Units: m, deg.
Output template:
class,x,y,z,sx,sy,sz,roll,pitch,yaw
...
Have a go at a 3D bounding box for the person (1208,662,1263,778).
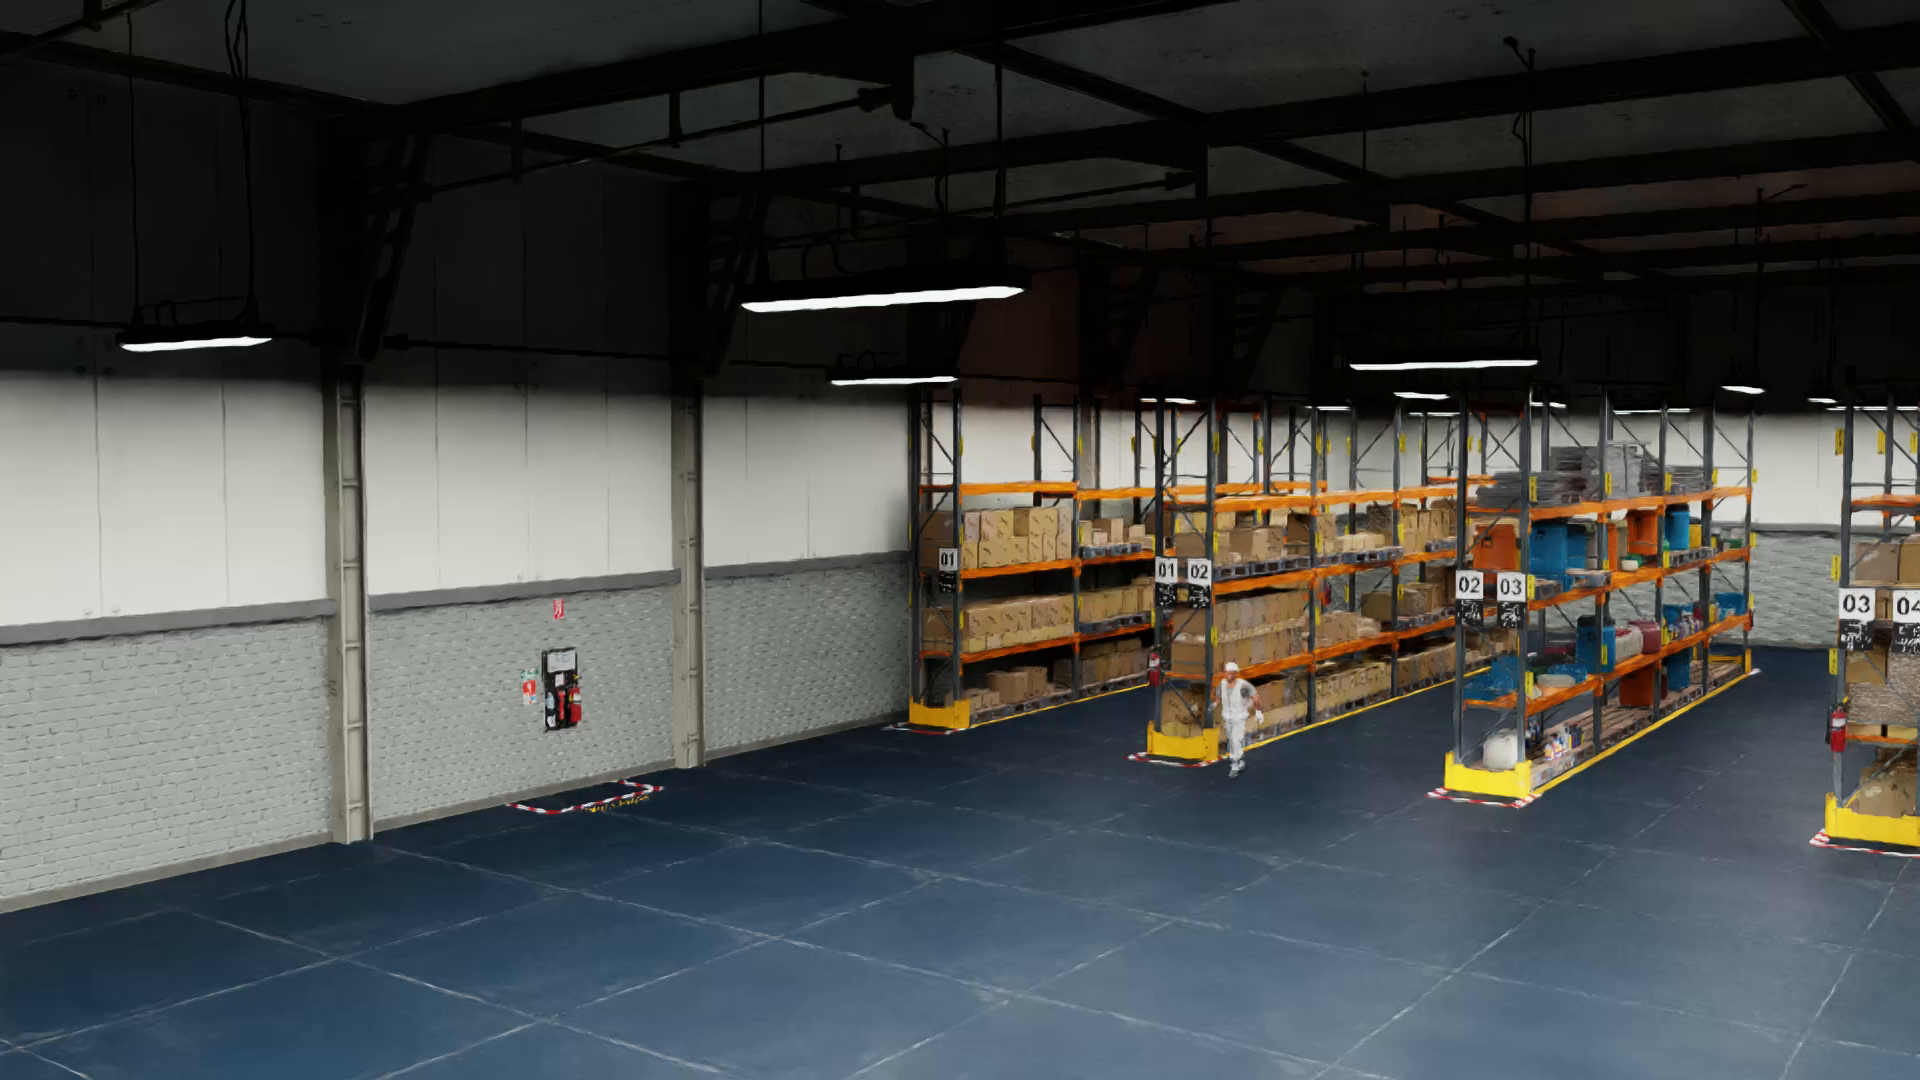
class,x,y,z,sx,sy,sz,roll,pitch,yaw
person,4.178,2.698,25.256,0.703,1.722,0.835,3,4,40
